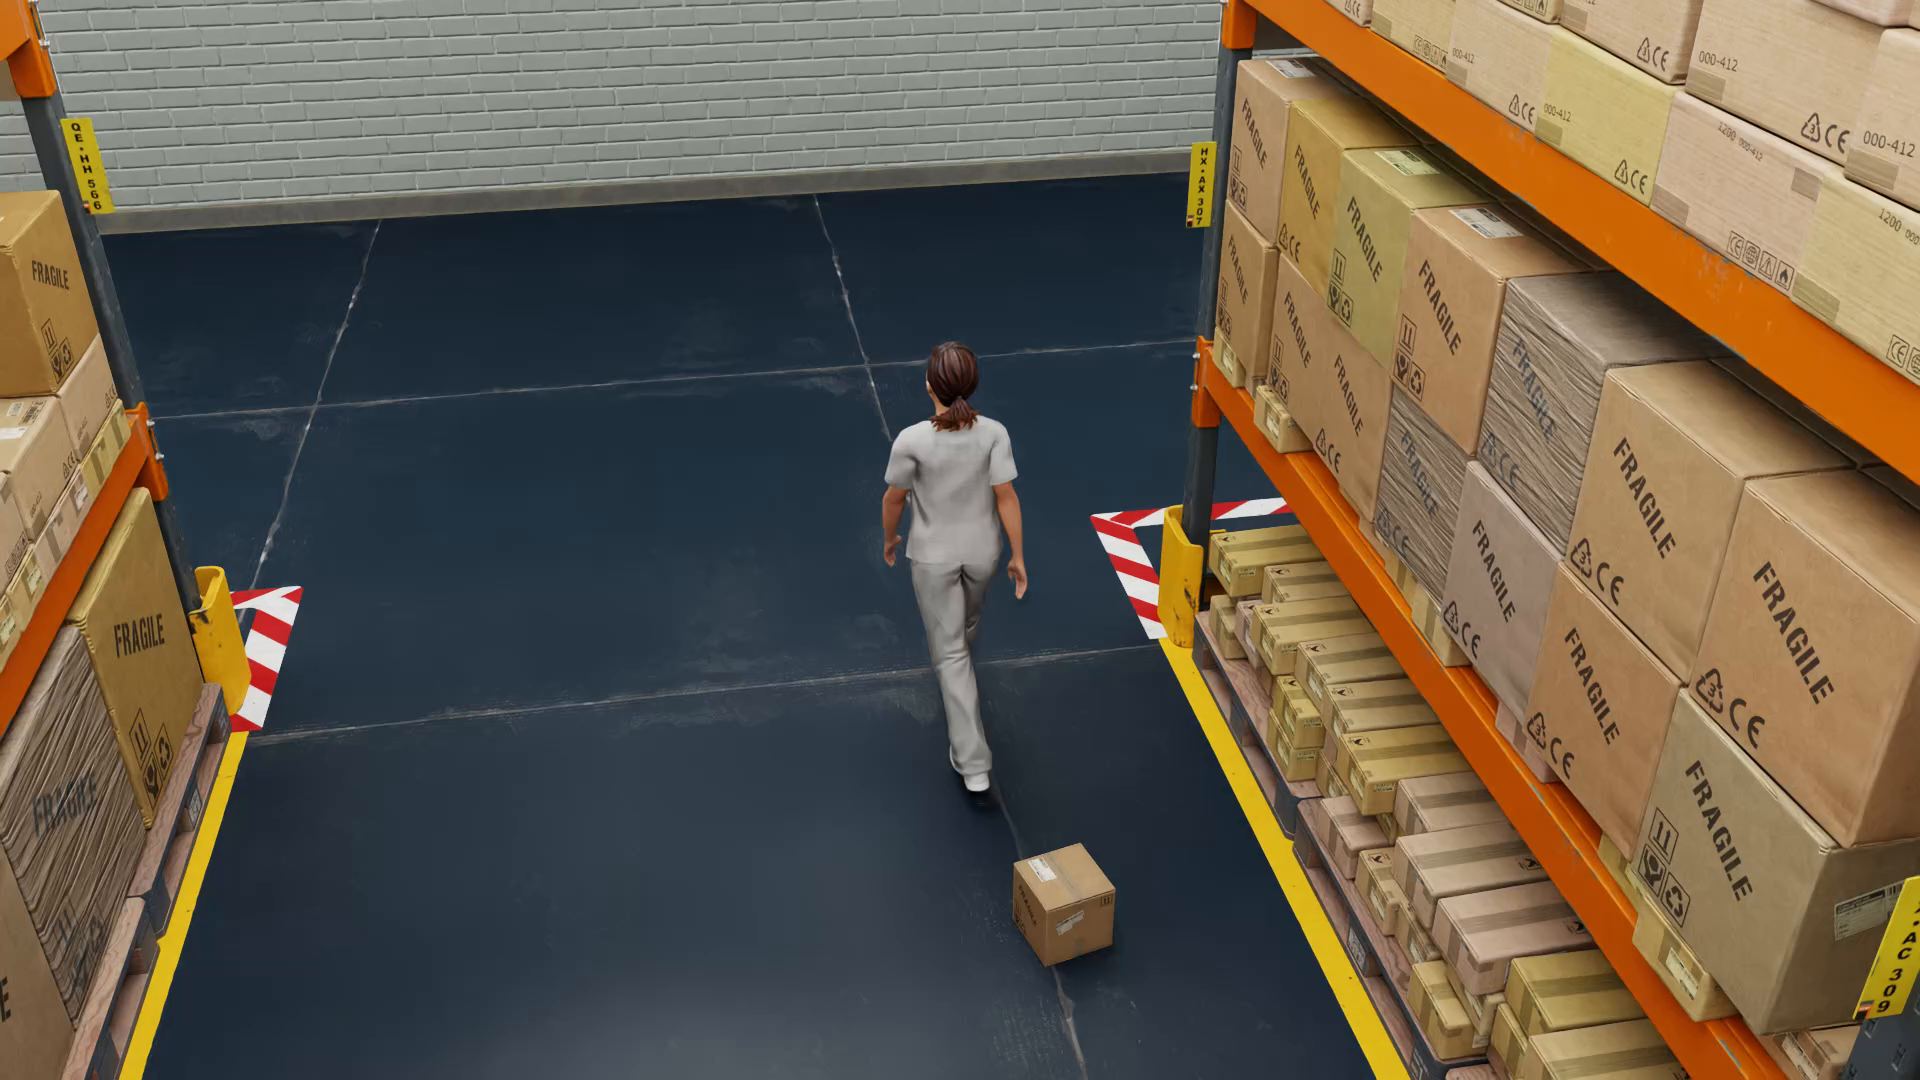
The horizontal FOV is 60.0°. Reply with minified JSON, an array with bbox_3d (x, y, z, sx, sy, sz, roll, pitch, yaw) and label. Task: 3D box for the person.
[{"bbox_3d":[-0.053,-0.011,6.170,0.460,1.610,1.078,-8,32,-13],"label":"person"}]
